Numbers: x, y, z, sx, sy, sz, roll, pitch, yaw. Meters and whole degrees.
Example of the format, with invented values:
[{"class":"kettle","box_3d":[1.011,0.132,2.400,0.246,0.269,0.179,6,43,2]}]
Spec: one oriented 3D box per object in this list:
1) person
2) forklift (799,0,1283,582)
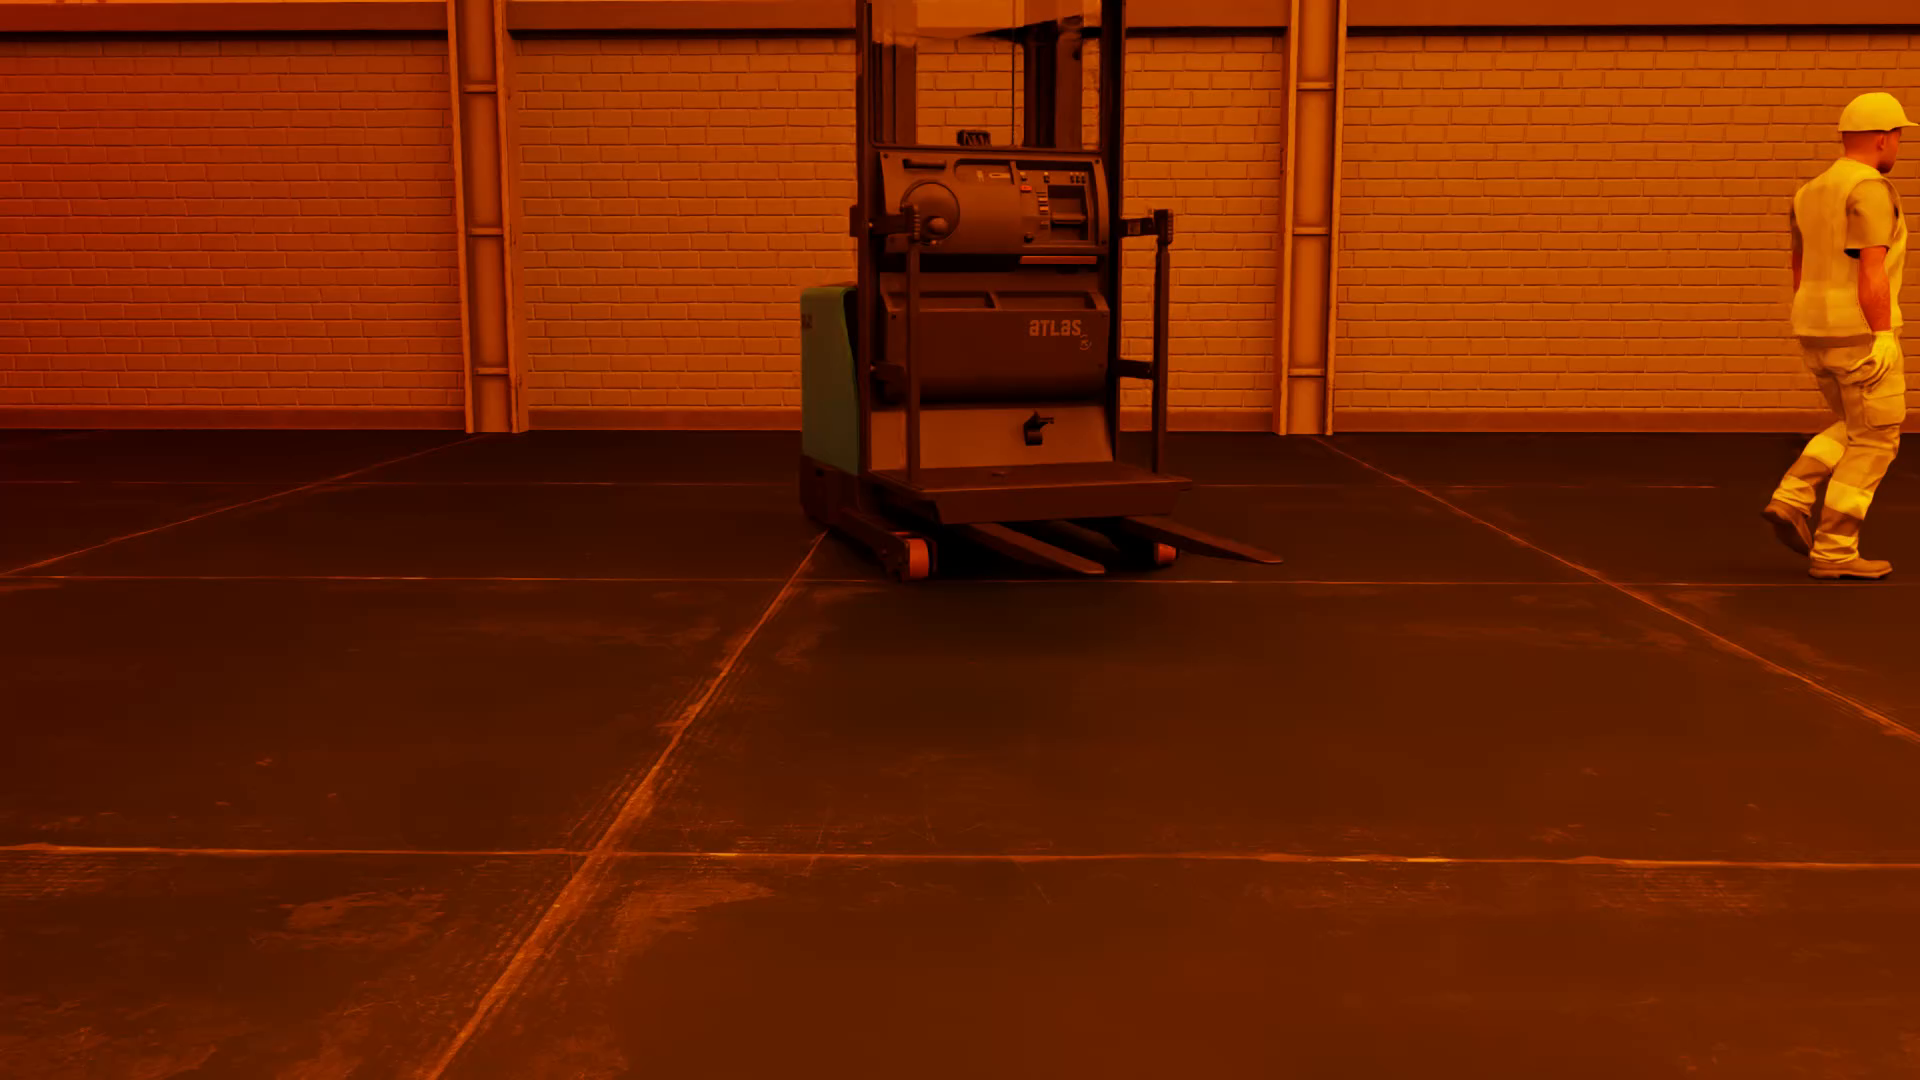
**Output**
[{"class":"person","box_3d":[3.326,-0.745,6.159,0.468,1.767,0.719,-1,9,-5]},{"class":"forklift","box_3d":[0.211,-1.362,6.334,1.130,2.935,3.031,-3,9,-19]}]
